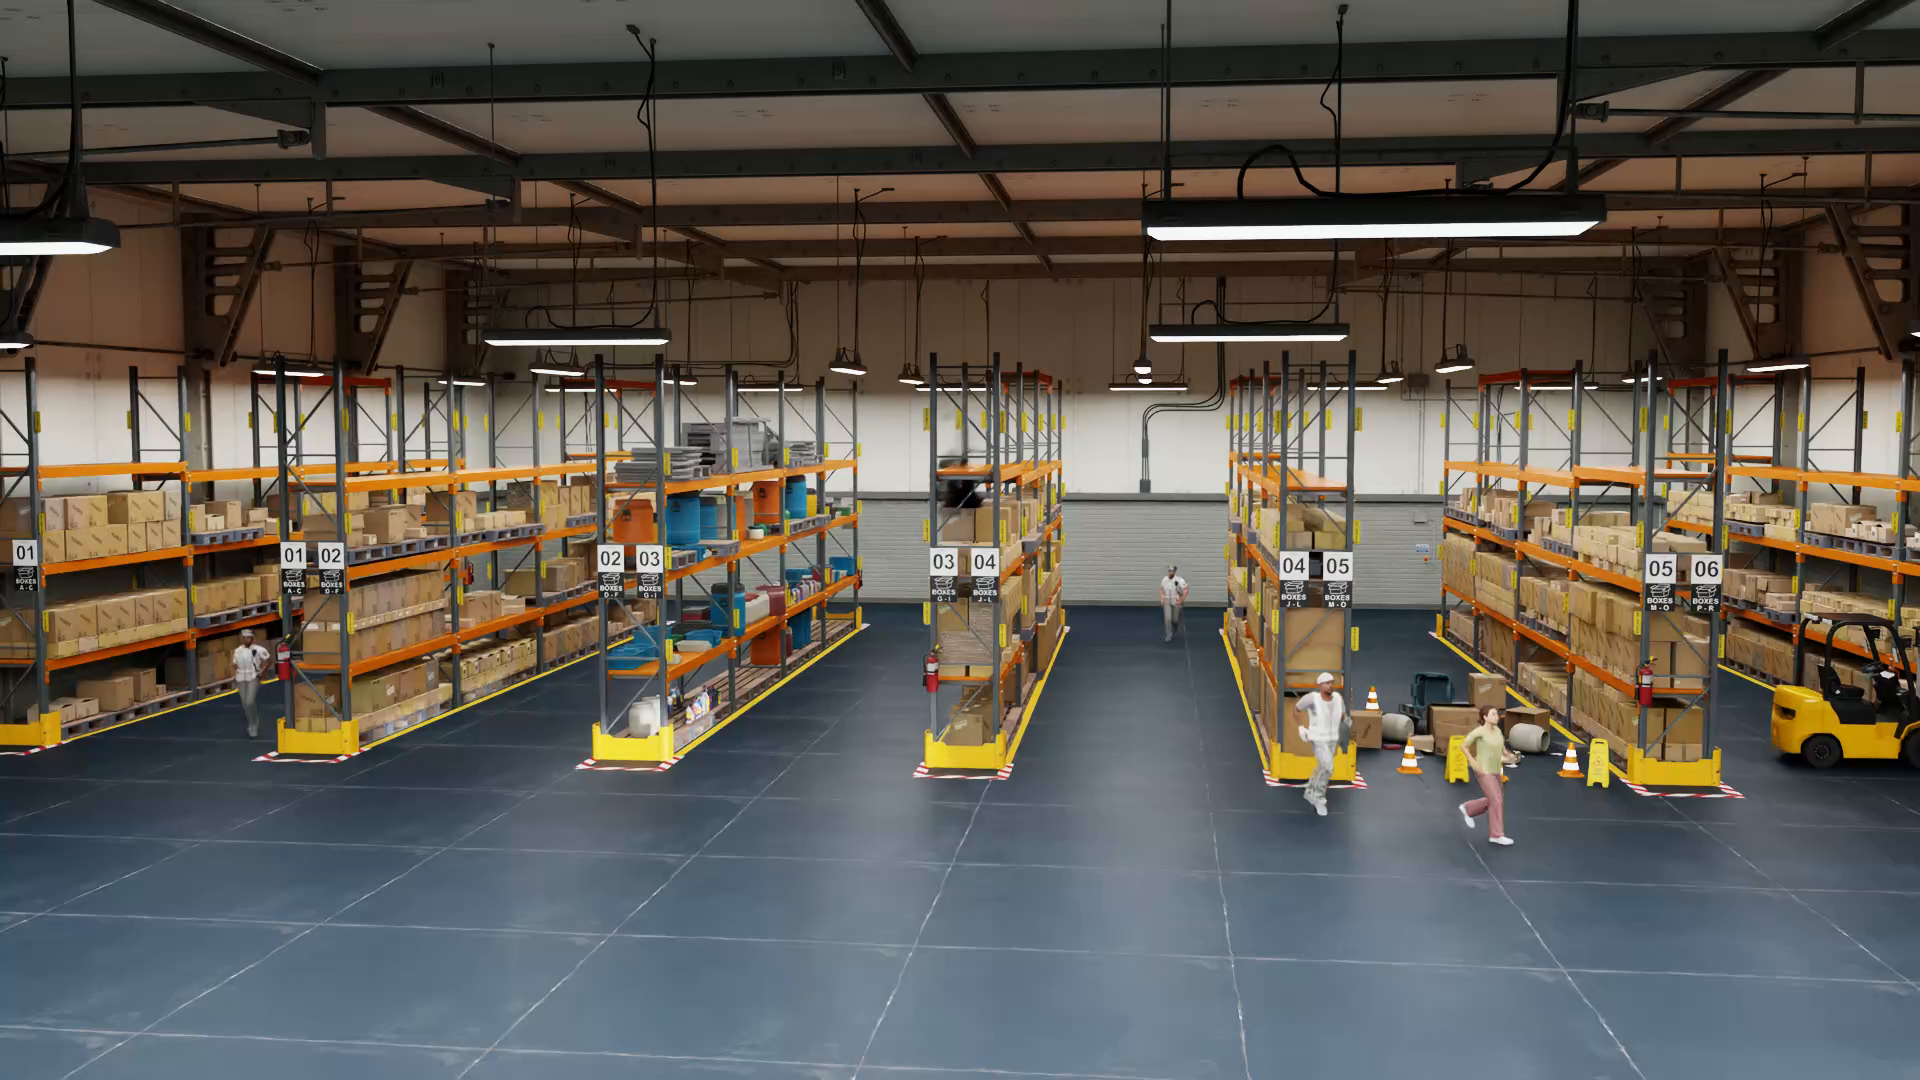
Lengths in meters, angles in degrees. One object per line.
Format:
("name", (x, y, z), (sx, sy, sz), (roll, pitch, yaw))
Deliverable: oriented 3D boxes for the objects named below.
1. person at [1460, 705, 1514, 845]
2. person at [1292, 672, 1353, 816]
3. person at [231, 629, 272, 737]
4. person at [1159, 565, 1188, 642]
("person", (6.274, 2.773, 19.869), (0.582, 1.633, 0.780), (-3, 5, -34))
("person", (4.692, 2.604, 21.392), (0.668, 1.829, 0.778), (-2, 5, -29))
("person", (-11.371, 2.284, 26.601), (0.553, 1.742, 0.681), (0, 4, 2))
("person", (4.911, 1.439, 38.227), (0.679, 1.768, 0.673), (1, 4, 20))
